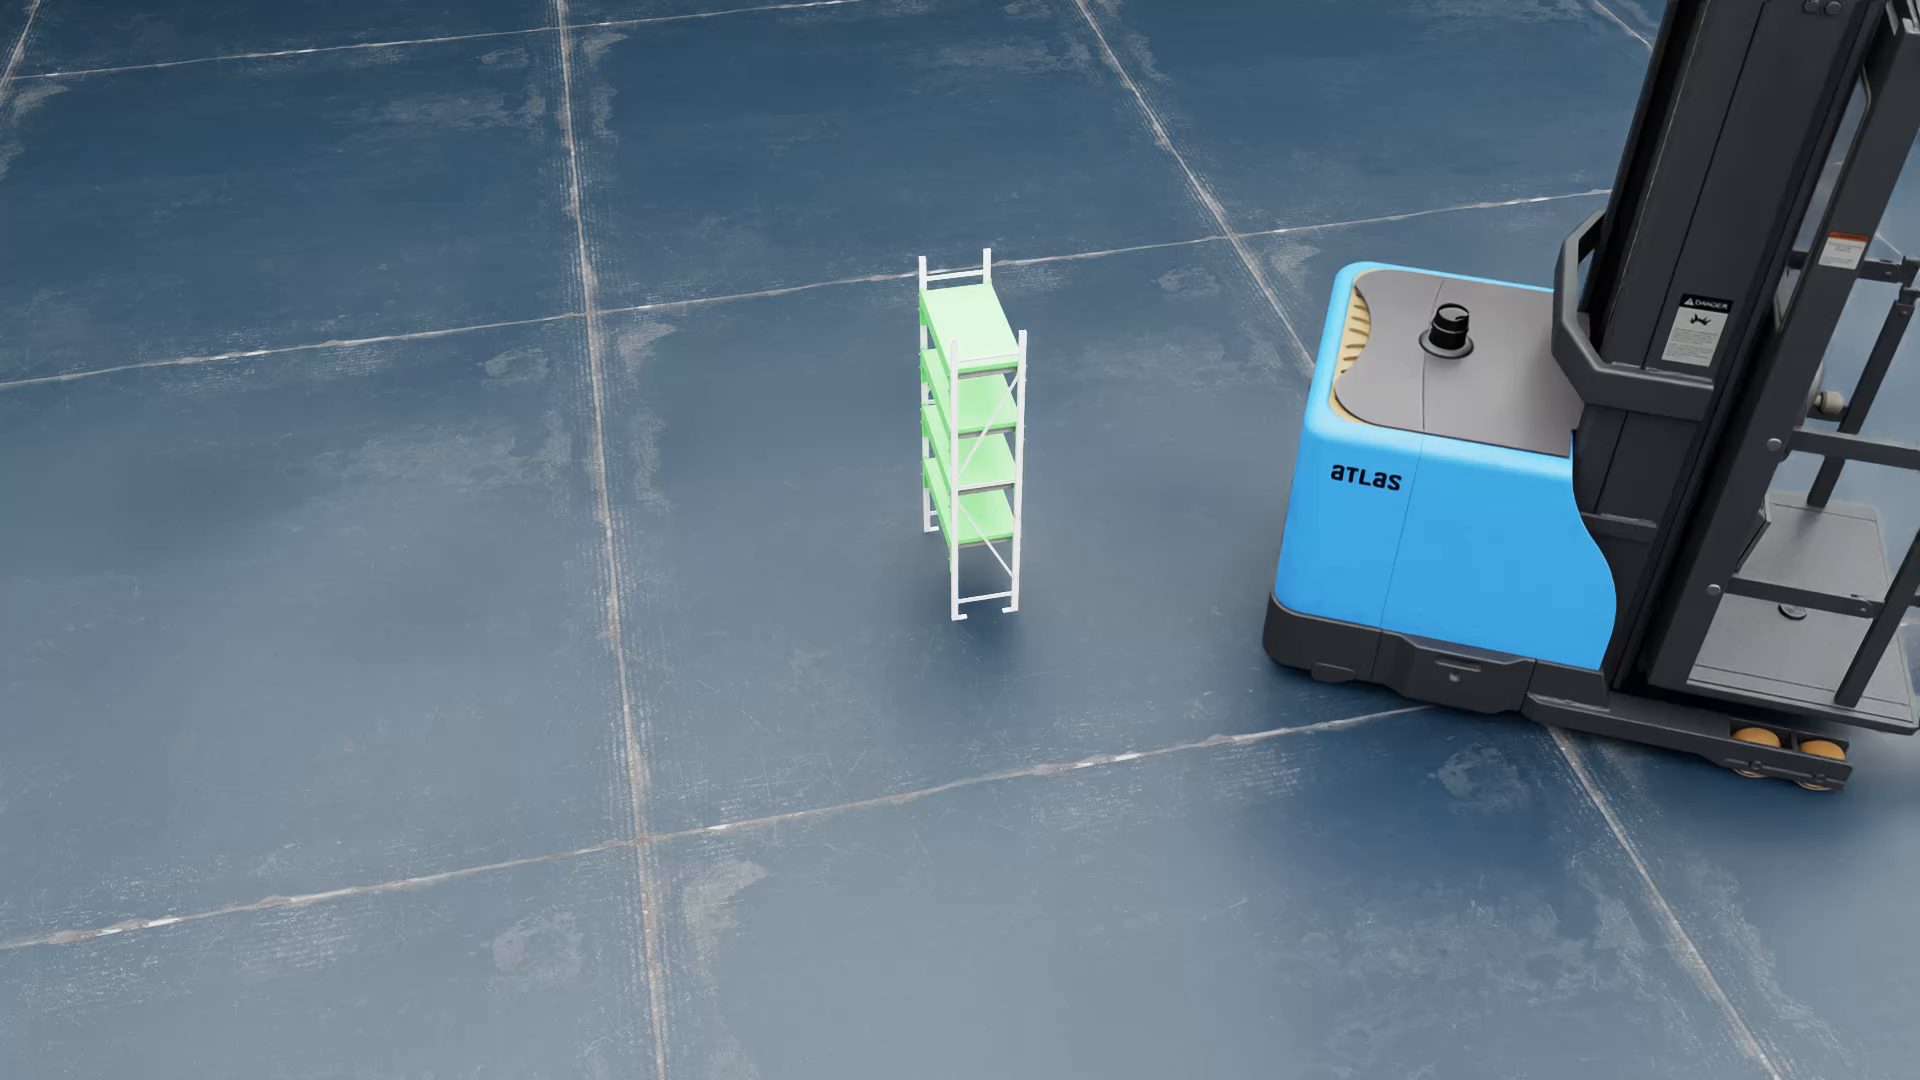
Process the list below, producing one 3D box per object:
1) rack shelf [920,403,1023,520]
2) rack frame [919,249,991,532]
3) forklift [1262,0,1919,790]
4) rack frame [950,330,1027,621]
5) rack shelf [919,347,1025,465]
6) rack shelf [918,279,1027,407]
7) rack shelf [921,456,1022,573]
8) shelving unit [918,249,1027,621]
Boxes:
[{"bbox_3d":[0.036,-0.294,5.773,0.258,0.148,0.480,-8,42,-9],"label":"rack shelf"},{"bbox_3d":[-0.017,-0.500,5.909,0.240,1.200,0.015,-8,42,-9],"label":"rack frame"},{"bbox_3d":[2.618,-0.687,4.816,3.031,2.935,1.130,11,43,12],"label":"forklift"},{"bbox_3d":[0.088,-0.183,5.553,0.240,1.200,0.015,-8,42,-9],"label":"rack frame"},{"bbox_3d":[0.036,-0.473,5.614,0.258,0.148,0.480,-8,42,-9],"label":"rack shelf"},{"bbox_3d":[0.036,-0.653,5.455,0.258,0.148,0.480,-8,42,-9],"label":"rack shelf"},{"bbox_3d":[0.036,-0.114,5.933,0.258,0.148,0.480,-8,42,-9],"label":"rack shelf"},{"bbox_3d":[0.036,-0.341,5.731,0.258,1.200,0.503,-8,42,-9],"label":"shelving unit"}]
